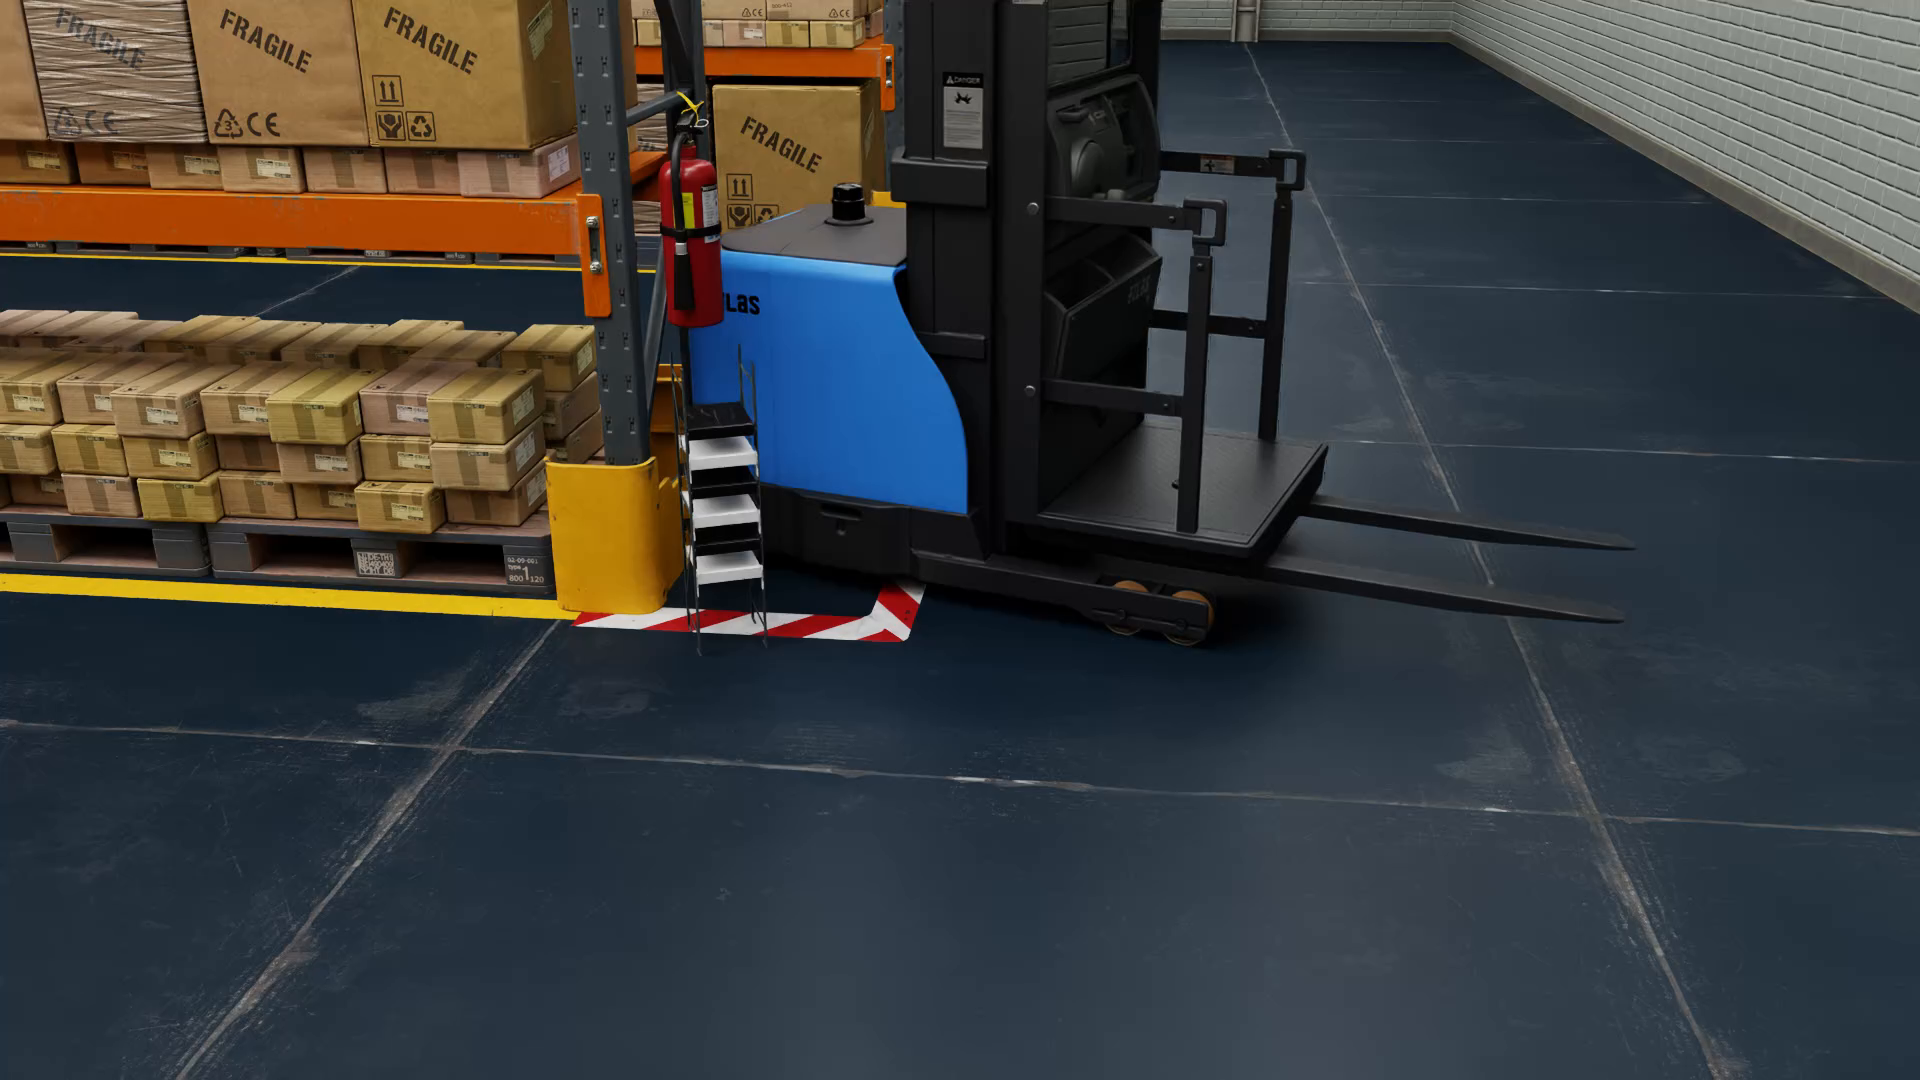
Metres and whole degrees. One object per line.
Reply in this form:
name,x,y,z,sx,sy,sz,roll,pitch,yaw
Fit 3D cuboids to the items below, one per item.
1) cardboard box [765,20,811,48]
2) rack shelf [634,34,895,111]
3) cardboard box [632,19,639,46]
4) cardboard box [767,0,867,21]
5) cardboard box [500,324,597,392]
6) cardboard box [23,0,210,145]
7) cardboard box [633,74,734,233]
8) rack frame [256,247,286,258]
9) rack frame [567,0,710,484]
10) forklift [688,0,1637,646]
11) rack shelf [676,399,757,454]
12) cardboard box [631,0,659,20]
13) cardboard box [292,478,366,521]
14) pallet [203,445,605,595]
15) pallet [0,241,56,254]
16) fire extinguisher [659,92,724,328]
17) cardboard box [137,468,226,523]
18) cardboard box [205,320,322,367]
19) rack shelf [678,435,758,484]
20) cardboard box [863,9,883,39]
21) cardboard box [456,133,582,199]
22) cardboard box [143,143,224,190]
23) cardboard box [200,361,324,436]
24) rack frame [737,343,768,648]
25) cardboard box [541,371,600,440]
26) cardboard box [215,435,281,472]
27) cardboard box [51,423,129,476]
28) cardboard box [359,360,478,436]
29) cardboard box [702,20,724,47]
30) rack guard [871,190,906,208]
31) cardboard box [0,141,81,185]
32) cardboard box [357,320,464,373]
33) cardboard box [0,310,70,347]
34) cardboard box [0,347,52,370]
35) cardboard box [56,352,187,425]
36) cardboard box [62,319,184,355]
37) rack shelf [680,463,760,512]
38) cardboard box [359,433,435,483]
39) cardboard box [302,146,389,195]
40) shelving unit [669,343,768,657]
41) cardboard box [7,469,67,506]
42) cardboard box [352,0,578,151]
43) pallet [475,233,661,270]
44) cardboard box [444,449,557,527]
cardboard box,-0.967,-2.965,9.701,0.250,0.149,0.380,3,22,7
rack shelf,-2.303,-2.928,10.245,4.000,0.370,1.077,2,22,6
cardboard box,-1.981,-3.009,9.813,0.250,0.149,0.380,3,22,6
cardboard box,-0.829,-3.169,9.674,0.500,0.250,0.500,2,22,5
cardboard box,-1.481,-0.662,6.033,0.250,0.149,0.380,2,22,4
cardboard box,-2.493,-1.522,5.170,0.500,0.500,0.500,3,22,6
cardboard box,-1.865,-2.421,10.303,0.875,0.875,0.875,2,22,6
rack frame,-4.289,-3.349,10.331,0.127,3.000,1.000,2,22,6
rack frame,-1.001,-1.369,5.324,0.127,3.000,1.000,2,22,6
forklift,0.642,-1.260,5.139,3.031,2.935,1.130,9,23,22
rack shelf,-0.725,-0.338,4.926,0.200,0.077,0.258,-7,23,-16
cardboard box,-1.838,-3.213,9.786,0.500,0.250,0.500,2,22,4
cardboard box,-2.068,-0.203,5.679,0.250,0.149,0.380,2,22,6
pallet,-1.879,-0.124,5.967,1.213,0.211,1.003,2,22,6
pallet,-6.279,-2.110,10.990,1.213,0.211,1.003,2,22,6
fire extinguisher,-0.805,-0.981,4.953,0.183,0.674,0.296,2,22,6
cardboard box,-2.575,-0.197,5.664,0.250,0.149,0.380,2,22,4
cardboard box,-2.534,-0.684,6.087,0.250,0.149,0.380,3,22,8
rack shelf,-0.725,-0.254,4.959,0.200,0.077,0.258,-7,23,-16
cardboard box,-0.630,-3.195,10.283,0.250,0.149,0.380,3,22,7
cardboard box,-1.358,-1.164,5.145,0.250,0.149,0.380,3,22,6
cardboard box,-2.365,-1.218,5.283,0.250,0.149,0.380,2,22,4
cardboard box,-2.321,-0.477,5.564,0.250,0.149,0.380,2,22,4
rack frame,-0.628,-0.129,5.042,0.006,0.900,0.240,-7,23,-16
cardboard box,-1.491,-0.494,6.011,0.250,0.149,0.380,3,22,9
cardboard box,-2.330,-0.367,5.690,0.250,0.149,0.380,2,22,6
cardboard box,-2.843,-0.353,5.656,0.250,0.149,0.380,4,22,9
cardboard box,-1.799,-0.478,5.566,0.250,0.149,0.380,3,22,7
cardboard box,-1.466,-2.987,9.758,0.250,0.149,0.380,3,22,7
rack guard,-0.293,-2.013,10.350,0.348,0.500,1.175,2,22,6
cardboard box,-2.892,-1.257,5.381,0.250,0.149,0.380,3,22,7
cardboard box,-2.004,-0.688,6.098,0.250,0.149,0.380,2,22,6
cardboard box,-3.554,-0.746,6.244,0.250,0.149,0.380,1,22,4
cardboard box,-3.347,-0.546,5.739,0.250,0.149,0.380,2,22,4
cardboard box,-2.843,-0.520,5.673,0.250,0.149,0.380,2,22,4
cardboard box,-3.051,-0.688,6.098,0.250,0.149,0.380,3,22,6
rack shelf,-0.725,-0.170,4.993,0.200,0.077,0.258,-7,23,-16
cardboard box,-1.812,-0.327,5.589,0.250,0.149,0.380,2,22,5
cardboard box,-1.851,-1.193,5.220,0.250,0.149,0.380,2,22,6
shelving unit,-0.725,-0.118,5.013,0.210,0.900,0.258,-7,23,-16
cardboard box,-3.086,-0.254,5.809,0.250,0.149,0.380,3,22,8
cardboard box,-1.477,-1.480,5.062,0.500,0.500,0.500,3,22,7
pallet,-2.328,-1.939,10.557,1.213,0.211,1.003,2,22,6
cardboard box,-1.548,-0.186,5.636,0.250,0.149,0.380,3,22,7
